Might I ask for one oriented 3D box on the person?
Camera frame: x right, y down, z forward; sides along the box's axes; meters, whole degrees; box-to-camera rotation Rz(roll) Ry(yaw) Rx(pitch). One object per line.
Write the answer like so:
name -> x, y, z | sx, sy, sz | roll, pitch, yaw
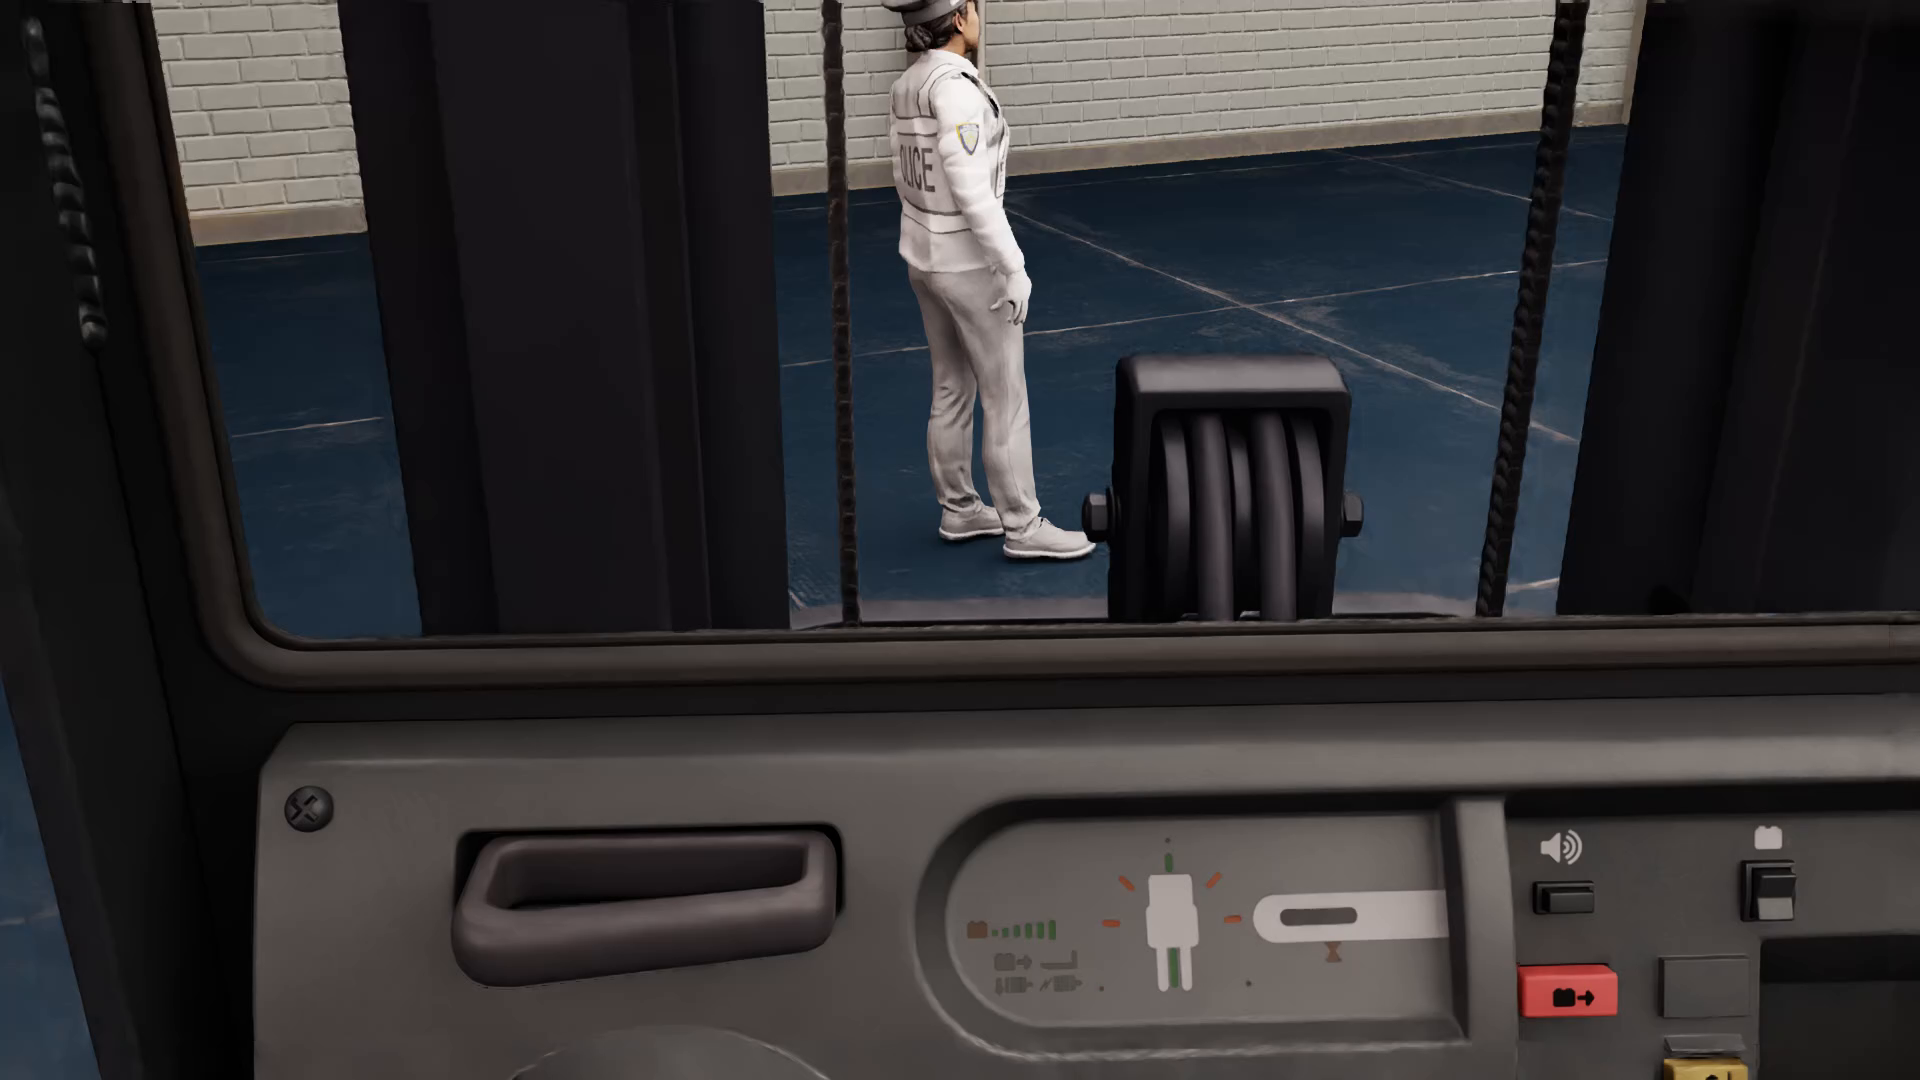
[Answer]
person -> 0.065, -0.798, 4.800 | 0.530, 1.694, 0.587 | -10, 25, -23
